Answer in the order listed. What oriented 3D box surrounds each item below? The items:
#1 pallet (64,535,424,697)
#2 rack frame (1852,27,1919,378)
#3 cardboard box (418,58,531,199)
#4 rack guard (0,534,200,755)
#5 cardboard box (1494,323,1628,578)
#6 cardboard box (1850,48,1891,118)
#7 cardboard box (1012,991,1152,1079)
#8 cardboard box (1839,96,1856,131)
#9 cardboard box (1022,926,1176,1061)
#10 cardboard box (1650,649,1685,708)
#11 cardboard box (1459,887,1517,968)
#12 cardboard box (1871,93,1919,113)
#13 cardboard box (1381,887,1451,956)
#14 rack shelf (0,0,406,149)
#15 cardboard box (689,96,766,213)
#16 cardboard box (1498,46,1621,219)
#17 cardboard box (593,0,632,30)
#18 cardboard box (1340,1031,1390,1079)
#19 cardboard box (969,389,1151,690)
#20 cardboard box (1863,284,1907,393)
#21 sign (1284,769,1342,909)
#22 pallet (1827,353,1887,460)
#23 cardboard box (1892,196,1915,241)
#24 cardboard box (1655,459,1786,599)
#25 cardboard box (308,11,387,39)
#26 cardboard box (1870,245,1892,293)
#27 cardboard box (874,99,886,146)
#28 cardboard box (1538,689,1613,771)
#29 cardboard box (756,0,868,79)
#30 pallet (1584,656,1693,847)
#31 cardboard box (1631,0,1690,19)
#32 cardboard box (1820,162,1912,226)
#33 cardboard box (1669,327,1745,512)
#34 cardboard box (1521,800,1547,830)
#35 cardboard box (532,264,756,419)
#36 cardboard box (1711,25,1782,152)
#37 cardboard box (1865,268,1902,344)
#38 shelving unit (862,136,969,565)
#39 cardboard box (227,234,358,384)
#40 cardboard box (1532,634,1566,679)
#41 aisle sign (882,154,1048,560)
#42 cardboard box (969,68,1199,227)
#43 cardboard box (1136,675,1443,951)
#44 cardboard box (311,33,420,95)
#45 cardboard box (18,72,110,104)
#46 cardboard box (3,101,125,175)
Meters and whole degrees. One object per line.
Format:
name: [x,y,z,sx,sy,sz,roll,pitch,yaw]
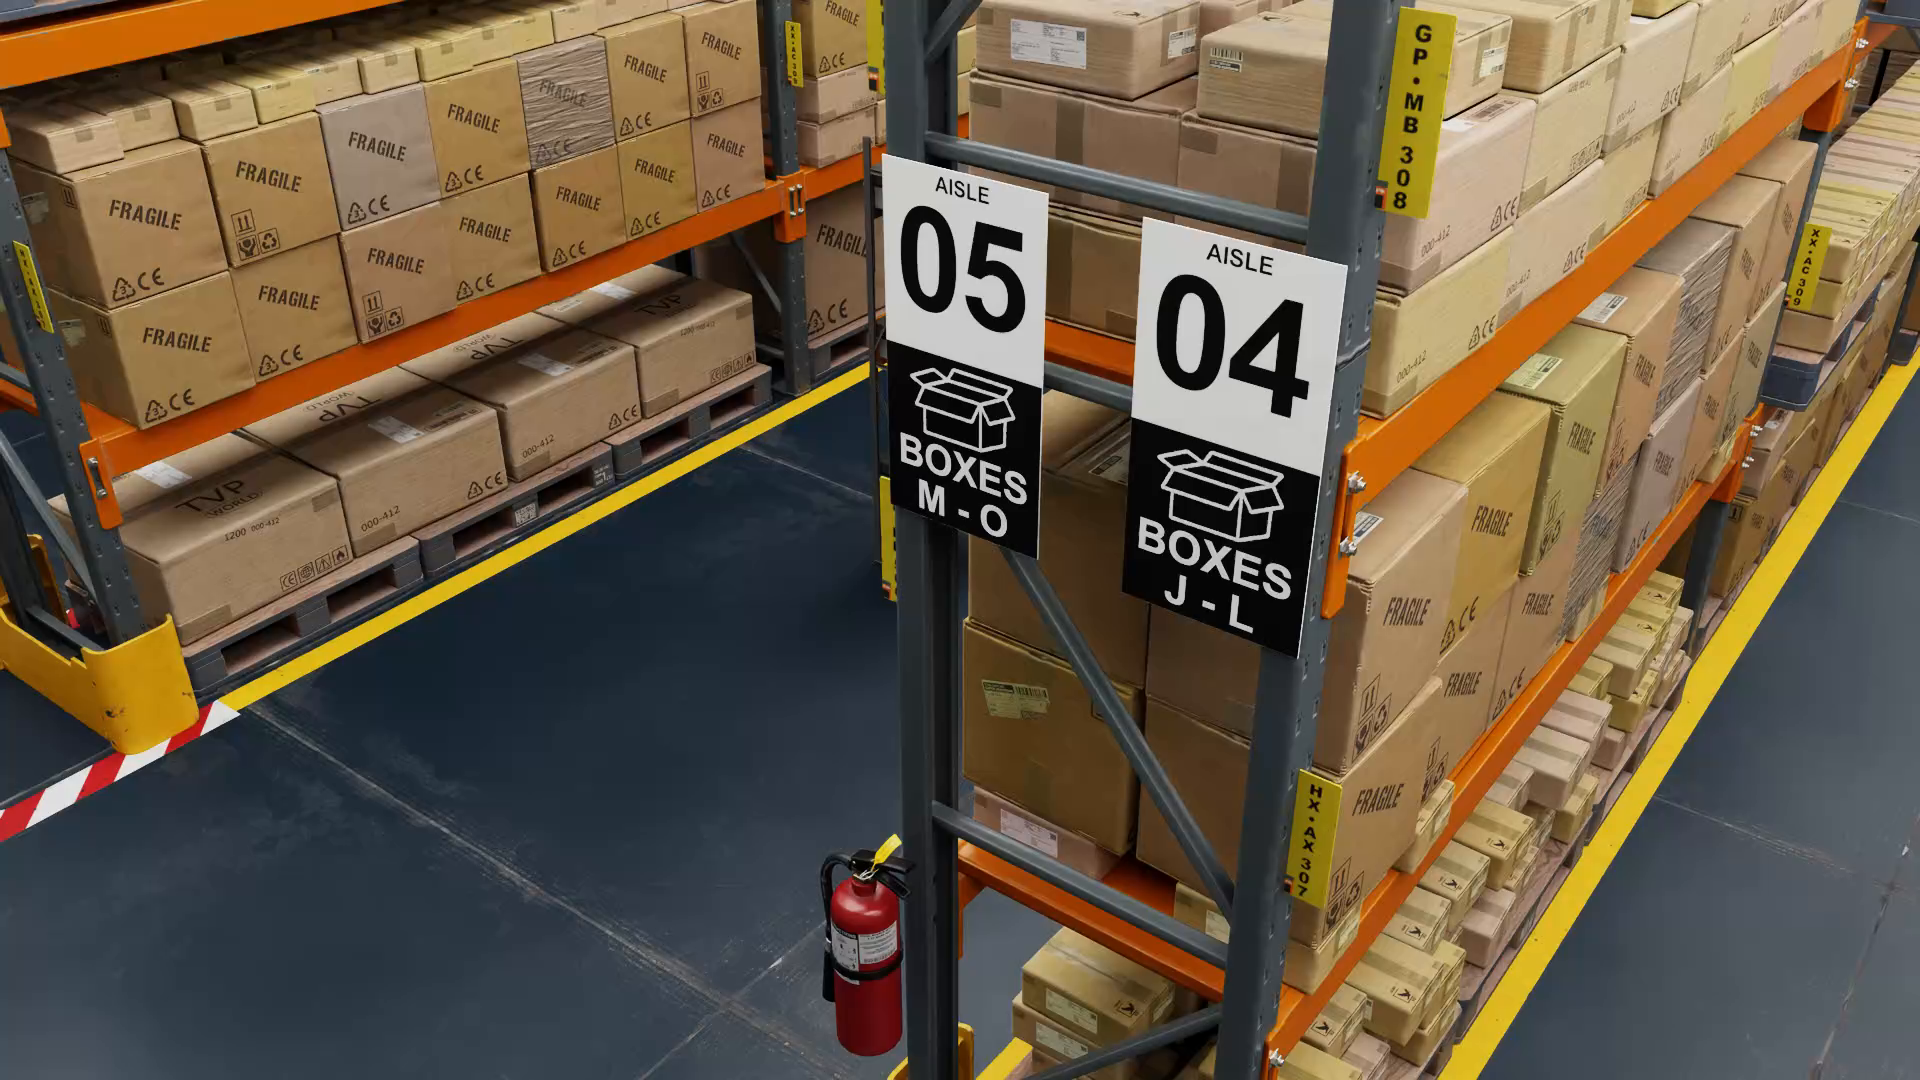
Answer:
pallet: [-3.299,0.190,7.722,1.003,0.211,1.213,21,37,31]
rack frame: [5.117,-2.430,9.407,1.000,3.000,0.127,21,37,31]
cardboard box: [-2.291,-1.868,7.380,0.500,0.500,0.500,21,37,31]
rack guard: [-3.734,0.425,7.043,1.175,0.500,0.348,21,37,31]
cardboard box: [1.402,-0.291,4.429,0.500,0.500,0.500,20,36,30]
cardboard box: [5.175,-2.738,9.830,0.500,0.500,0.500,21,37,31]
cardboard box: [0.379,1.438,4.975,0.380,0.149,0.250,20,36,30]
cardboard box: [4.686,-2.382,9.162,0.380,0.149,0.250,21,36,31]
cardboard box: [0.406,1.319,4.883,0.380,0.149,0.250,22,37,32]
cardboard box: [2.738,0.506,6.838,0.380,0.149,0.250,22,37,32]
cardboard box: [1.636,1.241,5.598,0.380,0.149,0.250,19,36,29]
cardboard box: [4.567,-2.004,7.940,0.380,0.149,0.250,21,37,31]
cardboard box: [1.284,1.165,5.142,0.380,0.149,0.250,19,36,29]
rack shelf: [-2.512,-2.516,7.176,0.831,0.071,3.687,21,37,31]
cardboard box: [-1.381,-2.062,8.689,0.500,0.500,0.500,21,37,32]
cardboard box: [1.075,-0.930,3.591,0.500,0.250,0.500,21,36,31]
cardboard box: [-1.779,-2.535,7.869,0.380,0.149,0.250,21,36,31]
cardboard box: [1.019,1.512,4.849,0.380,0.149,0.250,21,37,31]
cardboard box: [0.366,-0.041,4.007,0.500,0.500,0.500,20,36,30]
cardboard box: [4.928,-1.187,9.350,0.500,0.500,0.500,21,37,31]
sign: [0.721,0.617,3.418,0.100,0.325,0.005,21,37,31]
pallet: [4.644,-0.913,9.583,1.003,0.211,1.213,21,37,31]
cardboard box: [3.935,-1.450,7.297,0.380,0.149,0.250,23,38,33]
cardboard box: [3.360,-0.128,7.563,0.500,0.500,0.500,23,37,33]
cardboard box: [-2.762,-2.256,7.400,0.380,0.149,0.250,22,37,33]
cardboard box: [3.776,-1.211,7.187,0.380,0.149,0.250,22,37,32]
cardboard box: [-0.517,-2.530,9.724,0.500,0.250,0.500,20,36,30]
cardboard box: [2.120,0.650,6.011,0.380,0.149,0.250,19,36,29]
cardboard box: [-0.810,-2.850,9.037,0.500,0.500,0.500,22,37,32]
pallet: [2.326,0.680,6.896,1.003,0.211,1.213,21,37,31]
cardboard box: [1.509,-1.352,3.912,0.380,0.149,0.250,22,37,33]
cardboard box: [3.780,-1.470,7.039,0.380,0.149,0.250,21,36,31]
cardboard box: [2.322,-0.480,5.729,0.500,0.500,0.500,20,36,30]
cardboard box: [1.919,0.852,5.962,0.380,0.149,0.250,19,36,29]
cardboard box: [-1.769,-1.142,9.336,0.875,0.438,0.875,21,36,31]
cardboard box: [2.005,-1.341,4.776,0.500,0.250,0.500,21,36,31]
cardboard box: [4.617,-1.290,8.789,0.500,0.250,0.500,22,37,32]
shelving unit: [-0.100,-0.836,7.601,0.431,2.100,0.503,21,37,31]
cardboard box: [-2.918,-1.024,6.938,0.500,0.500,0.500,21,36,31]
cardboard box: [1.646,0.250,5.133,0.380,0.149,0.250,23,37,33]
aisle sign: [0.005,-0.359,3.363,0.394,0.787,0.004,21,37,31]
cardboard box: [0.363,-0.884,3.515,0.500,0.250,0.500,20,36,30]
cardboard box: [0.779,0.554,3.984,0.500,0.500,0.500,23,38,33]
cardboard box: [-2.489,-1.994,6.958,0.380,0.149,0.250,21,37,32]
cardboard box: [-3.528,-1.730,6.513,0.380,0.149,0.250,22,37,32]
cardboard box: [-3.284,-1.471,6.076,0.380,0.149,0.250,22,37,32]
